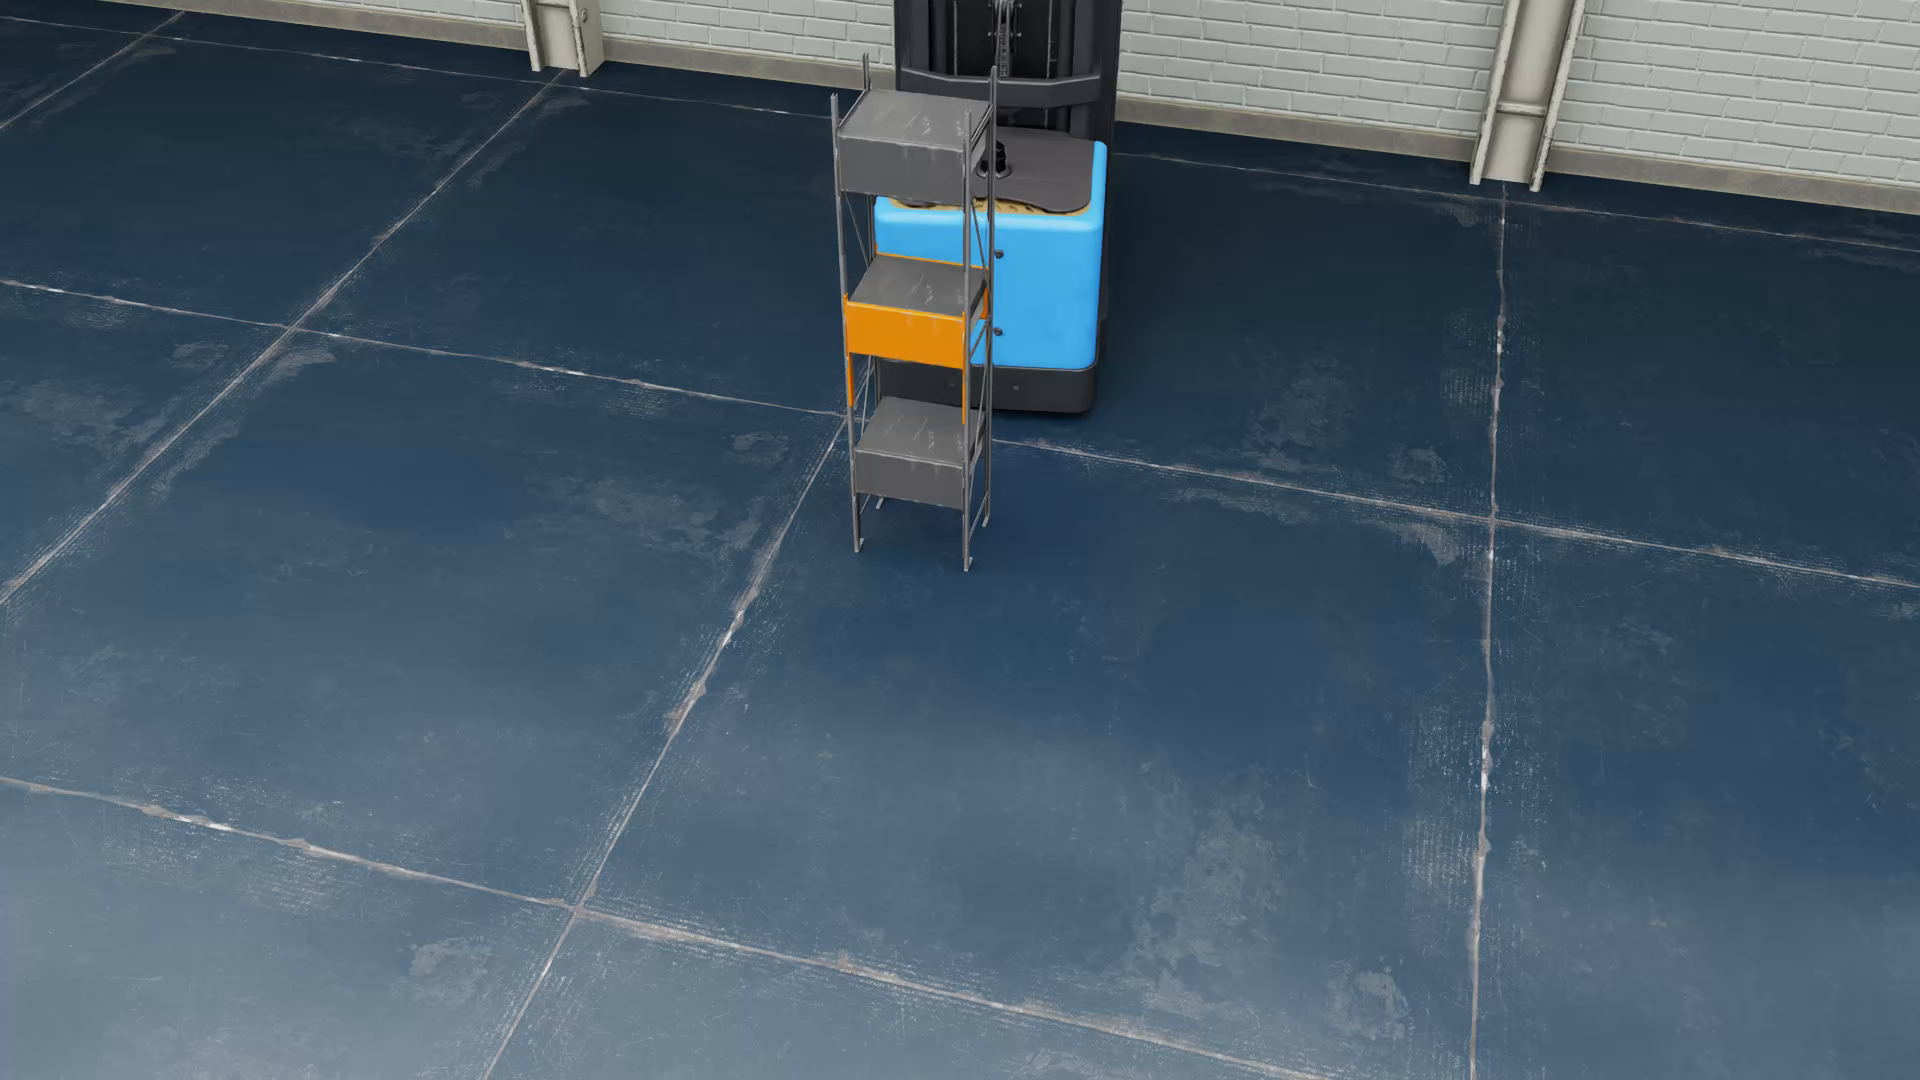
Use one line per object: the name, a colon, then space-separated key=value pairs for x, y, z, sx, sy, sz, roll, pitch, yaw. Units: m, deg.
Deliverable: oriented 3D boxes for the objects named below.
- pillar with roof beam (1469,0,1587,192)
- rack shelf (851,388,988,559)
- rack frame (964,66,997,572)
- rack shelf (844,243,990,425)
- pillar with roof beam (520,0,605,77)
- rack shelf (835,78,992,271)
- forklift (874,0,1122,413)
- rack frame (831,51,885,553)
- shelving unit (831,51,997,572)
pillar with roof beam: x=2.101 y=-2.922 z=3.732 sx=0.400 sy=9.000 sz=9.100 roll=10 pitch=41 yaw=11
rack shelf: x=-0.160 y=-0.285 z=7.066 sx=0.480 sy=0.518 sz=0.431 roll=10 pitch=41 yaw=11
rack frame: x=0.076 y=-0.791 z=6.559 sx=0.015 sy=2.100 sz=0.400 roll=10 pitch=41 yaw=11
rack shelf: x=-0.160 y=-0.821 z=6.616 sx=0.480 sy=0.518 sz=0.431 roll=10 pitch=41 yaw=11
pillar with roof beam: x=-3.695 y=-3.919 z=4.920 sx=0.400 sy=9.000 sz=9.100 roll=10 pitch=41 yaw=11
rack shelf: x=-0.160 y=-1.357 z=6.166 sx=0.480 sy=0.518 sz=0.431 roll=10 pitch=41 yaw=11
forklift: x=0.250 y=-2.661 z=8.139 sx=1.130 sy=2.935 sz=3.031 roll=3 pitch=40 yaw=4
rack frame: x=-0.396 y=-0.872 z=6.656 sx=0.015 sy=2.100 sz=0.400 roll=10 pitch=41 yaw=11
shelving unit: x=-0.160 y=-0.832 z=6.608 sx=0.503 sy=2.100 sz=0.431 roll=10 pitch=41 yaw=11
